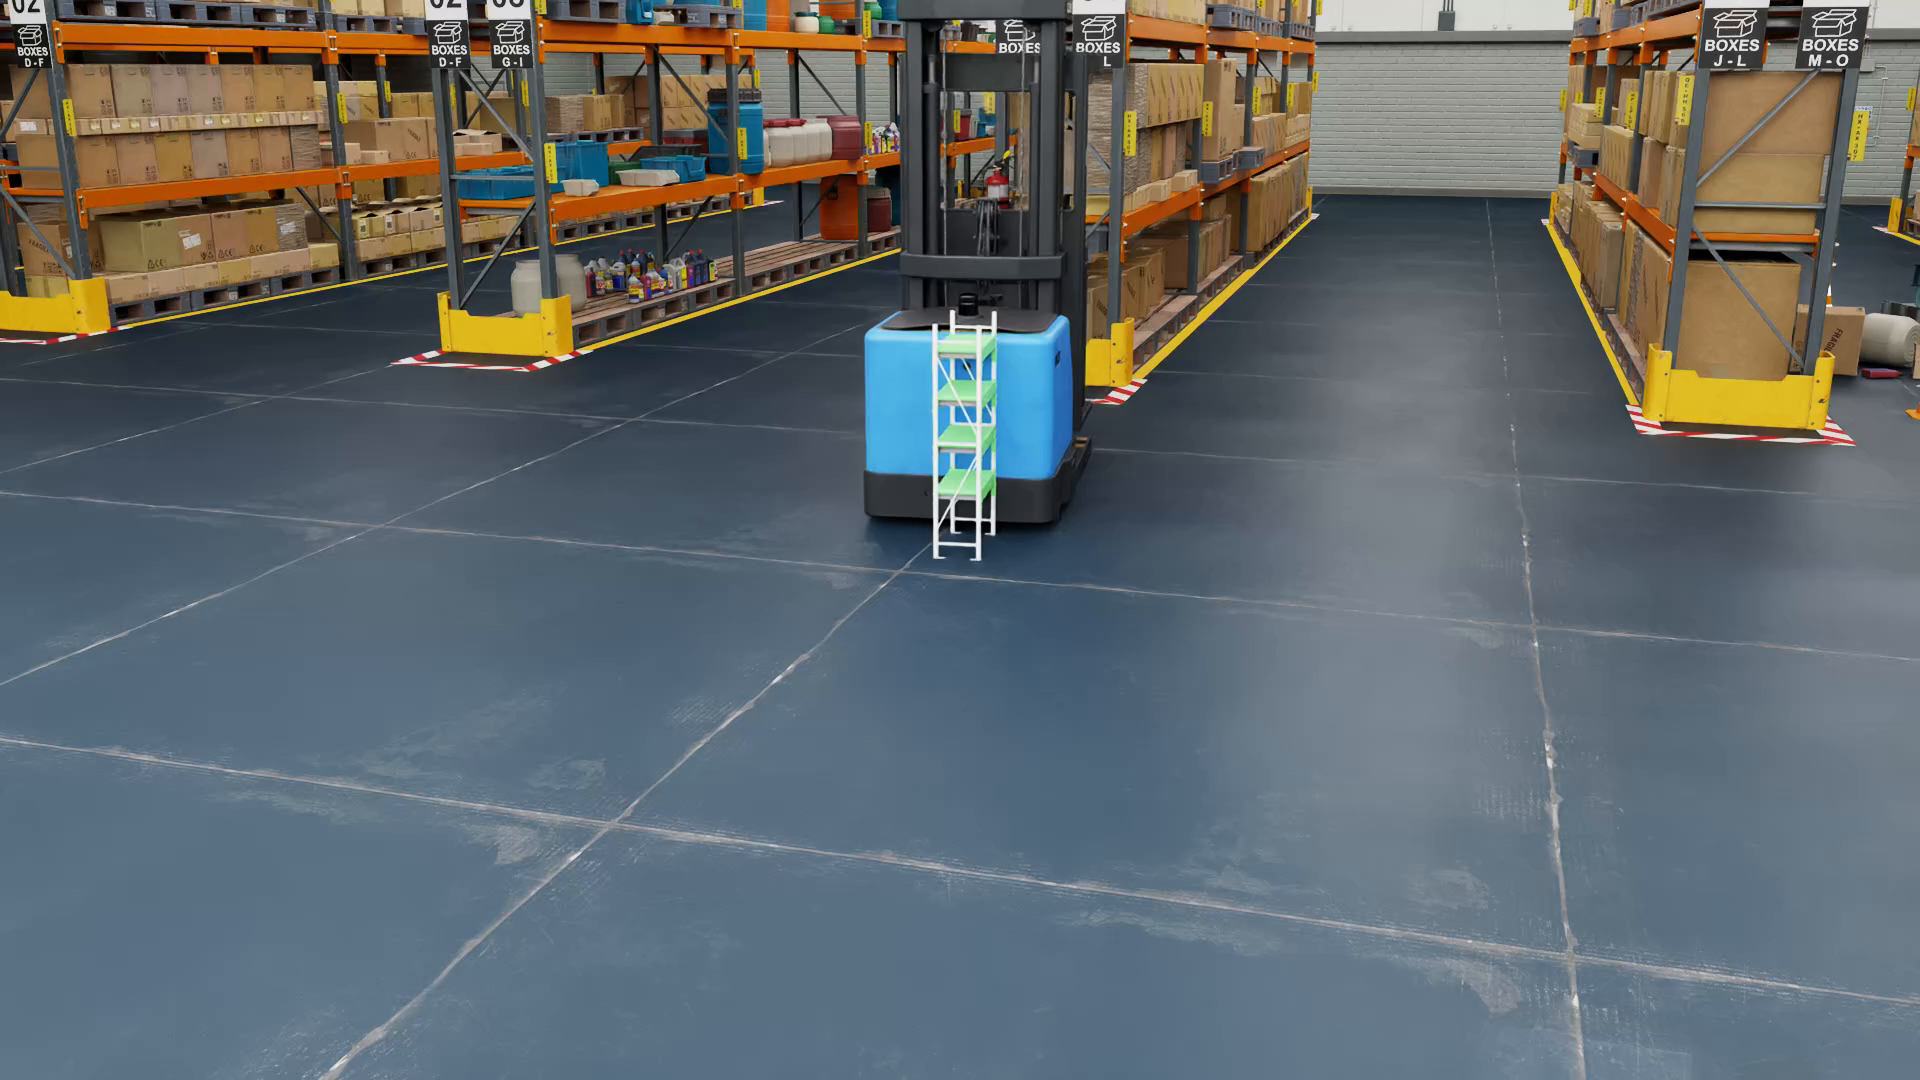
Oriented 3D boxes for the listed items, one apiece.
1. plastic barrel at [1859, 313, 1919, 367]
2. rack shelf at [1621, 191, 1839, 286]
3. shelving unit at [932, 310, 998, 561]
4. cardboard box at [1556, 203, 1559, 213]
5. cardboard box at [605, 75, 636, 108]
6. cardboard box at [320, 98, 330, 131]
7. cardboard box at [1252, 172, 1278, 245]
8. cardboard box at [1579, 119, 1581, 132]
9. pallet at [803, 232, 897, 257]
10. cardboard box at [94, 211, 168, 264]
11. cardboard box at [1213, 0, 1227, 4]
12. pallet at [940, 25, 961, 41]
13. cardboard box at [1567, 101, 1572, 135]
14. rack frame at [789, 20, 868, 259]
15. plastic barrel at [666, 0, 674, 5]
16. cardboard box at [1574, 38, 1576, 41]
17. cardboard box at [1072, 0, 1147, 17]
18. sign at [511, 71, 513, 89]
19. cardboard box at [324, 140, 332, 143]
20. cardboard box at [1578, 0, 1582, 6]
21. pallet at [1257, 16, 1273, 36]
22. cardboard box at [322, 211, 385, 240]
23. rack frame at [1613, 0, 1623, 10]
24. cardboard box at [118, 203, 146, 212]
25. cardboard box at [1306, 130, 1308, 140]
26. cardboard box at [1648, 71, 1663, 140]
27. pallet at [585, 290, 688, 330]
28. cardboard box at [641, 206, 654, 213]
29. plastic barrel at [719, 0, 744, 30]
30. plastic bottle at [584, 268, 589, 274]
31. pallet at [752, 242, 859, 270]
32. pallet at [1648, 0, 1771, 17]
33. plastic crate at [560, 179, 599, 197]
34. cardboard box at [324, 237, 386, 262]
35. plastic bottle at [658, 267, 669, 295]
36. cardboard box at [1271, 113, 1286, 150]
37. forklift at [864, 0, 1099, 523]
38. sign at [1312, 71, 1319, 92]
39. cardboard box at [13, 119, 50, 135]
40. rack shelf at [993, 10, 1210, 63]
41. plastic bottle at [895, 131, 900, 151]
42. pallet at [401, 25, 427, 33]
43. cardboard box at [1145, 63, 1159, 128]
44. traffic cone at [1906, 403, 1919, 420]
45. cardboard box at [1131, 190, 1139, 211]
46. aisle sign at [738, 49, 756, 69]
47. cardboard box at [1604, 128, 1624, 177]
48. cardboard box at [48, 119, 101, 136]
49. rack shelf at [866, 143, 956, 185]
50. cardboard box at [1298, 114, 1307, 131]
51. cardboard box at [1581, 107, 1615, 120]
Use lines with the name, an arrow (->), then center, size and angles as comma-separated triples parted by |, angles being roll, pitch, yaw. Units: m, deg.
plastic barrel -> 7.777, -1.691, 14.014 | 0.421, 0.421, 0.512 | -10, 19, -32
rack shelf -> 6.060, -2.476, 13.382 | 1.077, 0.370, 4.000 | 5, 16, 16
shelving unit -> 0.027, -0.541, 8.539 | 0.258, 1.200, 0.503 | 3, 16, 9
cardboard box -> 9.583, -5.203, 26.133 | 0.380, 0.149, 0.250 | 5, 17, 17
cardboard box -> -5.426, -7.300, 27.055 | 0.500, 0.500, 0.500 | 5, 17, 16
cardboard box -> -10.248, -6.798, 26.533 | 0.500, 0.500, 0.500 | 5, 16, 16
cardboard box -> 3.515, -4.395, 21.951 | 1.225, 0.875, 0.875 | 5, 16, 16
cardboard box -> 7.760, -5.050, 20.284 | 0.380, 0.149, 0.250 | 5, 16, 15
pallet -> -1.526, -4.055, 22.740 | 1.003, 0.211, 1.213 | 5, 16, 16
cardboard box -> -8.594, -3.146, 17.318 | 0.500, 0.500, 0.500 | 5, 16, 16
cardboard box -> 2.397, -5.813, 17.372 | 0.797, 0.503, 0.637 | 5, 17, 18
pallet -> -0.702, -7.373, 24.177 | 1.213, 0.211, 1.003 | 5, 16, 16
cardboard box -> 9.367, -6.311, 24.855 | 0.500, 0.500, 0.500 | 5, 17, 17
rack frame -> -1.710, -5.187, 21.621 | 1.000, 3.000, 0.127 | 5, 16, 16
plastic barrel -> -3.157, -5.742, 17.106 | 0.421, 0.512, 0.421 | 0, 16, 0
cardboard box -> 9.512, -7.621, 24.979 | 0.500, 0.250, 0.500 | 5, 17, 18
cardboard box -> 1.150, -4.187, 12.873 | 0.500, 0.250, 0.500 | 5, 17, 18
sign -> -8.419, -8.674, 31.357 | 0.100, 0.325, 0.005 | 5, 16, 16
cardboard box -> -7.521, -4.706, 20.169 | 0.396, 0.266, 0.258 | 4, 16, 15
cardboard box -> 9.422, -8.027, 24.764 | 0.380, 0.149, 0.250 | 5, 17, 17
pallet -> 3.171, -6.328, 20.492 | 1.213, 0.211, 1.003 | 5, 17, 18
cardboard box -> -7.239, -3.764, 19.844 | 0.500, 0.311, 0.500 | 5, 16, 16
rack frame -> 7.765, -7.278, 17.999 | 1.000, 3.000, 0.127 | 5, 16, 16
cardboard box -> -11.735, -4.514, 23.023 | 0.700, 0.500, 0.500 | 5, 16, 16
cardboard box -> 5.454, -6.589, 27.022 | 0.380, 0.149, 0.250 | 5, 17, 16
cardboard box -> 6.161, -3.560, 13.630 | 0.875, 0.550, 0.550 | 5, 16, 16
pallet -> -3.422, -2.307, 16.575 | 1.003, 0.211, 1.213 | 5, 16, 16
cardboard box -> -5.187, -5.477, 26.416 | 0.500, 0.500, 0.500 | 5, 16, 16
plastic barrel -> -2.724, -6.146, 18.586 | 0.600, 0.901, 0.600 | 0, 16, 0
plastic bottle -> -3.784, -2.574, 16.592 | 0.152, 0.276, 0.135 | 5, 17, 16
pallet -> -1.967, -3.646, 21.298 | 1.003, 0.211, 1.213 | 5, 16, 16
pallet -> 6.386, -4.533, 13.979 | 1.003, 0.211, 1.213 | 5, 16, 16
plastic crate -> -3.421, -3.177, 15.015 | 0.298, 0.136, 0.250 | 5, 16, 16
cardboard box -> -7.243, -3.492, 19.911 | 0.500, 0.250, 0.500 | 4, 16, 15
plastic bottle -> -2.986, -2.613, 16.737 | 0.097, 0.271, 0.097 | 0, 16, 0
cardboard box -> 4.304, -5.754, 23.437 | 0.500, 0.500, 0.500 | 5, 16, 16
forklift -> 0.235, -1.857, 10.006 | 1.130, 2.935, 3.031 | 3, 16, 9
sign -> 5.828, -7.522, 27.295 | 0.100, 0.325, 0.005 | 5, 16, 16
cardboard box -> -8.806, -3.954, 15.902 | 0.380, 0.149, 0.250 | 4, 16, 15
rack shelf -> 1.334, -4.331, 14.421 | 1.077, 0.370, 4.000 | 5, 16, 16
plastic bottle -> -0.890, -5.544, 23.114 | 0.097, 0.271, 0.097 | 0, 16, 0
pallet -> -6.565, -6.740, 21.945 | 1.213, 0.211, 1.003 | 5, 17, 18
cardboard box -> 1.332, -3.636, 13.589 | 0.500, 0.500, 0.500 | 5, 16, 16
traffic cone -> 7.004, -1.108, 11.886 | 0.336, 0.463, 0.334 | 5, 16, 16
cardboard box -> 1.250, -2.774, 13.572 | 0.380, 0.149, 0.250 | 5, 16, 16
aisle sign -> -3.872, -8.910, 29.982 | 0.394, 0.787, 0.004 | 5, 16, 16
cardboard box -> 7.094, -4.079, 17.529 | 0.500, 0.500, 0.500 | 5, 16, 16
cardboard box -> -8.414, -3.926, 15.801 | 0.380, 0.149, 0.250 | 5, 16, 15
rack shelf -> -1.142, -5.365, 23.564 | 1.077, 0.370, 4.000 | 5, 16, 16
cardboard box -> 5.284, -6.687, 26.639 | 0.500, 0.250, 0.500 | 4, 16, 15
cardboard box -> 7.686, -5.128, 20.011 | 0.380, 0.149, 0.250 | 5, 17, 18
